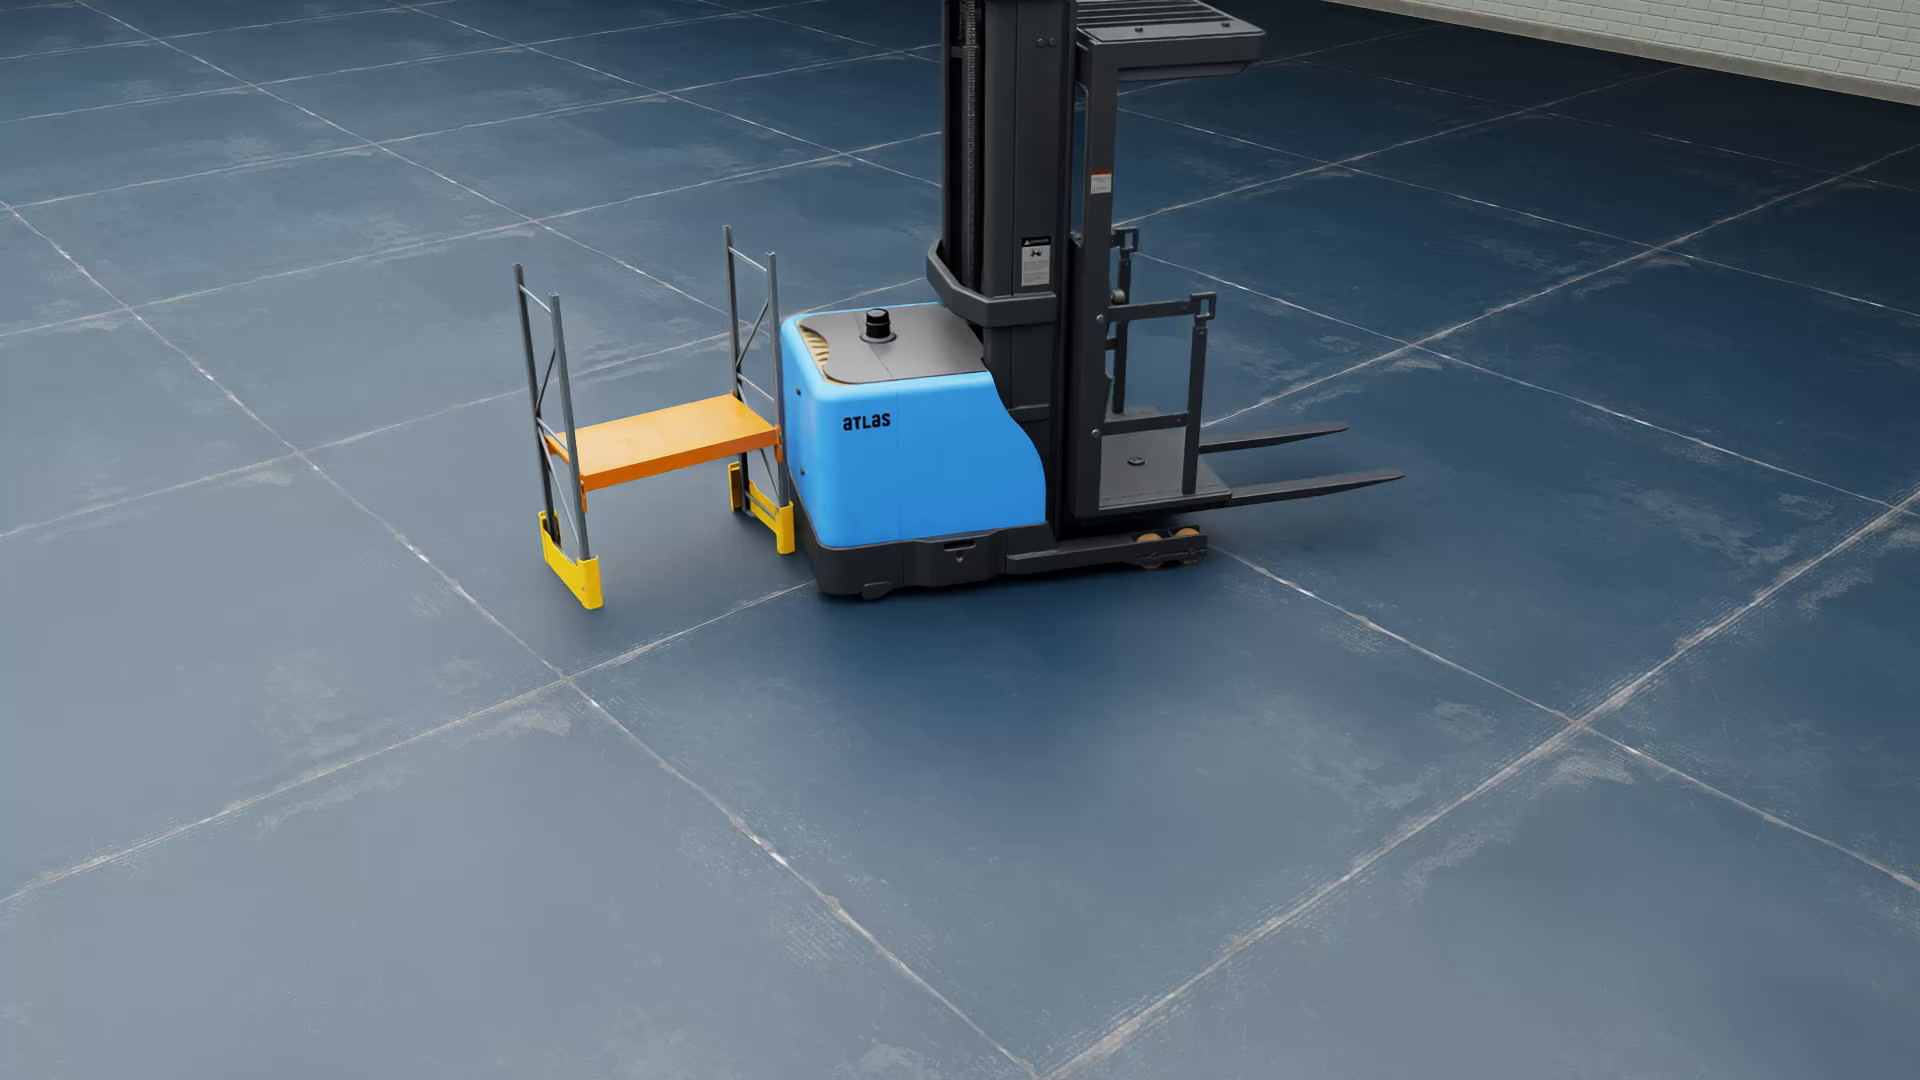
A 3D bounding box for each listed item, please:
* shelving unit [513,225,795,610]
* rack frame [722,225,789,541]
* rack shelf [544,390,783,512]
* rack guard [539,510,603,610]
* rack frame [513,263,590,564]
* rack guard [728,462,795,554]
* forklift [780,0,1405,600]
[{"bbox_3d":[-1.412,-0.590,7.763,1.083,1.500,0.587,-17,32,-28],"label":"shelving unit"},{"bbox_3d":[-0.974,-0.721,8.007,0.032,1.500,0.500,-17,32,-28],"label":"rack frame"},{"bbox_3d":[-1.404,-0.434,7.852,1.000,0.185,0.538,-17,32,-28],"label":"rack shelf"},{"bbox_3d":[-1.833,0.086,7.823,0.087,0.250,0.587,-17,32,-28],"label":"rack guard"},{"bbox_3d":[-1.834,-0.465,7.528,0.032,1.500,0.500,-17,32,-28],"label":"rack frame"},{"bbox_3d":[-0.991,-0.164,8.293,0.087,0.250,0.587,-17,32,-28],"label":"rack guard"},{"bbox_3d":[0.701,-1.389,7.739,3.031,2.935,1.130,-7,29,-13],"label":"forklift"}]
